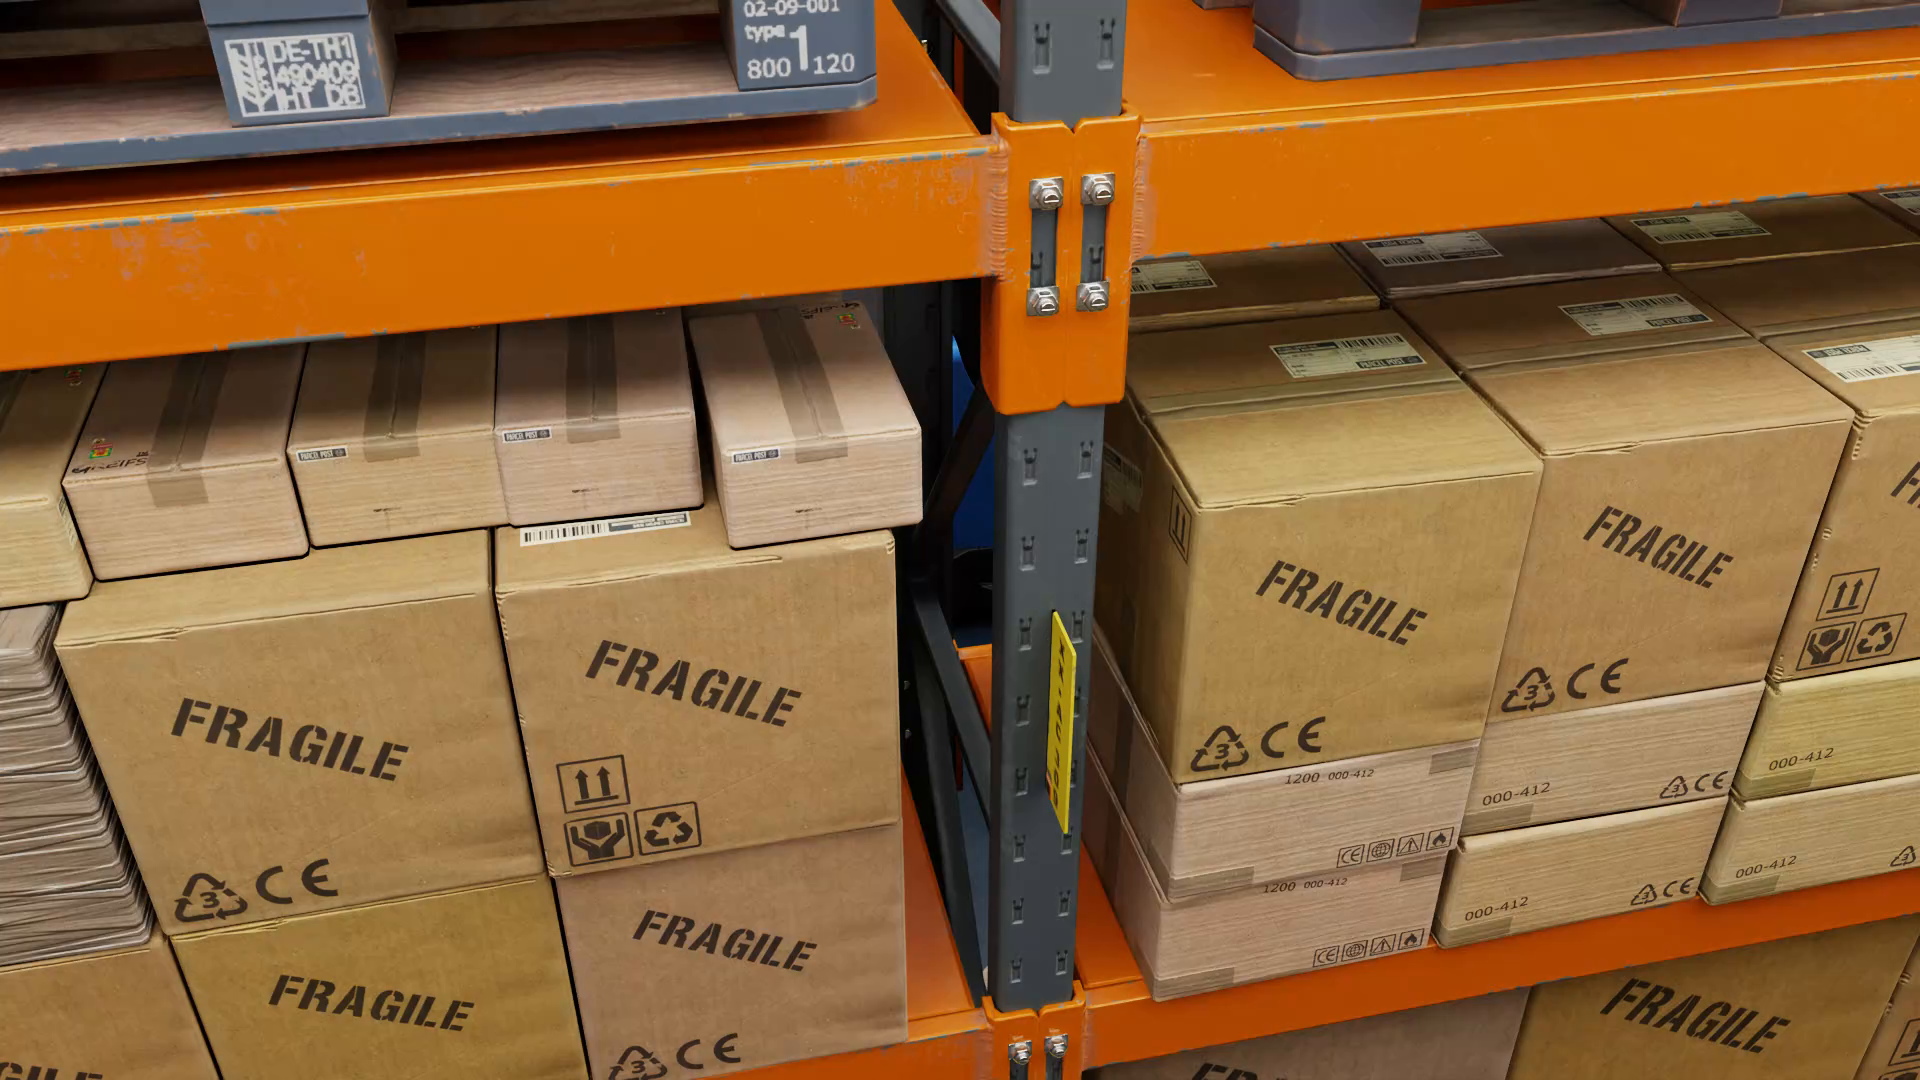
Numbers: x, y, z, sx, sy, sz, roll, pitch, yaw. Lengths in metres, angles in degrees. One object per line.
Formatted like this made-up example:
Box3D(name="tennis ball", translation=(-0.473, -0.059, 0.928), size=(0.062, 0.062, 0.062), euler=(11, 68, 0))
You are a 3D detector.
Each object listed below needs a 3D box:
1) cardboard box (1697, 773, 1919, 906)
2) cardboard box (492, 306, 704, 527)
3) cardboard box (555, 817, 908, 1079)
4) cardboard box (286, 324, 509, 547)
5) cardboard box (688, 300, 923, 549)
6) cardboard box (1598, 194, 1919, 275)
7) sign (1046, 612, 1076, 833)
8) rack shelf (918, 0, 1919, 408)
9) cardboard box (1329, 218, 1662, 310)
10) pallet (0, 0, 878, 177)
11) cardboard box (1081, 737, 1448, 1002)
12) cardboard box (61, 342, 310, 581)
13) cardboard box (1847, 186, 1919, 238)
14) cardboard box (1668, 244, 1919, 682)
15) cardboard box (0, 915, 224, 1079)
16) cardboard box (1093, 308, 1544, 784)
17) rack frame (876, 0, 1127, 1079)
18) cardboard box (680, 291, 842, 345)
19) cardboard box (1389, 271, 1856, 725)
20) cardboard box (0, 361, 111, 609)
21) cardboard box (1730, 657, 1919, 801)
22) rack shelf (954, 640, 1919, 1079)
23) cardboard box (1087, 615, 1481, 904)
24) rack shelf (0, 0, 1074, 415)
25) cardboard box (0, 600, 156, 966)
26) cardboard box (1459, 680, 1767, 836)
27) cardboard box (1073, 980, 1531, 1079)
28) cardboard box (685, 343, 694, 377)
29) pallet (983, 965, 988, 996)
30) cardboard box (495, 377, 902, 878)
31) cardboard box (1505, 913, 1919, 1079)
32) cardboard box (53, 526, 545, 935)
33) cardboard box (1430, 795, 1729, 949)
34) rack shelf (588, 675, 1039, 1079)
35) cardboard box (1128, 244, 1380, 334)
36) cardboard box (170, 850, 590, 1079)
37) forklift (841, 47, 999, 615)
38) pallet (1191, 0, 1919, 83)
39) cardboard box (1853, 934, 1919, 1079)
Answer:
Box3D(name="cardboard box", translation=(1.511, 0.383, 3.122), size=(0.500, 0.250, 0.500), euler=(-7, 35, -11))
Box3D(name="cardboard box", translation=(-0.495, -0.192, 2.275), size=(0.250, 0.149, 0.380), euler=(-6, 34, -9))
Box3D(name="cardboard box", translation=(-0.380, 0.504, 2.717), size=(0.500, 0.500, 0.500), euler=(-7, 34, -10))
Box3D(name="cardboard box", translation=(-0.740, -0.167, 2.237), size=(0.250, 0.149, 0.380), euler=(-7, 35, -10))
Box3D(name="cardboard box", translation=(-0.214, -0.165, 2.235), size=(0.250, 0.149, 0.380), euler=(-8, 35, -12))
Box3D(name="cardboard box", translation=(1.399, -0.418, 3.193), size=(0.500, 0.500, 0.500), euler=(-6, 34, -9))
Box3D(name="sign", translation=(0.140, 0.259, 2.324), size=(0.005, 0.325, 0.100), euler=(-7, 35, -11))
Box3D(name="rack shelf", translation=(1.967, -0.843, 2.768), size=(4.000, 0.370, 1.077), euler=(-7, 35, -11))
Box3D(name="cardboard box", translation=(0.900, -0.366, 3.116), size=(0.500, 0.500, 0.500), euler=(-7, 34, -10))
Box3D(name="pallet", translation=(-0.784, -0.764, 2.084), size=(1.213, 0.211, 1.003), euler=(-7, 35, -11))
Box3D(name="cardboard box", translation=(0.504, 0.501, 2.945), size=(0.500, 0.250, 0.500), euler=(-8, 35, -12))
Box3D(name="cardboard box", translation=(-0.983, -0.126, 2.176), size=(0.250, 0.149, 0.380), euler=(-7, 35, -11))
Box3D(name="cardboard box", translation=(1.900, -0.489, 3.300), size=(0.500, 0.500, 0.500), euler=(-7, 34, -10))
Box3D(name="cardboard box", translation=(1.489, -0.143, 2.784), size=(0.500, 0.500, 0.500), euler=(-8, 35, -12))
Box3D(name="cardboard box", translation=(-1.367, 0.640, 2.514), size=(0.500, 0.500, 0.500), euler=(-8, 35, -11))
Box3D(name="cardboard box", translation=(0.509, -0.005, 2.578), size=(0.500, 0.500, 0.500), euler=(-7, 34, -10))
Box3D(name="rack frame", translation=(0.016, 0.350, 3.037), size=(0.127, 3.000, 1.000), euler=(-7, 35, -11))
Box3D(name="cardboard box", translation=(-0.349, -0.479, 2.702), size=(0.250, 0.149, 0.380), euler=(-8, 35, -11))
Box3D(name="cardboard box", translation=(0.999, -0.082, 2.694), size=(0.500, 0.500, 0.500), euler=(-7, 35, -11))
Box3D(name="cardboard box", translation=(-1.219, -0.075, 2.101), size=(0.250, 0.149, 0.380), euler=(-7, 35, -11))
Box3D(name="cardboard box", translation=(1.508, 0.177, 2.981), size=(0.500, 0.250, 0.500), euler=(-7, 34, -10))
Box3D(name="rack shelf", translation=(1.967, 0.403, 3.604), size=(4.000, 0.370, 1.077), euler=(-7, 35, -11))
Box3D(name="cardboard box", translation=(0.508, 0.304, 2.792), size=(0.500, 0.250, 0.500), euler=(-8, 35, -12))
Box3D(name="rack shelf", translation=(-1.934, -0.351, 2.035), size=(4.000, 0.370, 1.077), euler=(-7, 35, -11))
Box3D(name="cardboard box", translation=(-1.374, 0.227, 2.233), size=(0.500, 0.500, 0.500), euler=(-7, 34, -10))
Box3D(name="cardboard box", translation=(1.010, 0.224, 2.910), size=(0.500, 0.250, 0.500), euler=(-7, 34, -10))
Box3D(name="cardboard box", translation=(0.603, 0.938, 3.690), size=(0.875, 0.875, 0.875), euler=(-6, 34, -9))
Box3D(name="cardboard box", translation=(-0.502, -0.180, 2.839), size=(0.500, 0.500, 0.500), euler=(-7, 34, -10))
Box3D(name="pallet", translation=(0.752, 1.372, 4.016), size=(1.213, 0.211, 1.003), euler=(-7, 35, -11))
Box3D(name="cardboard box", translation=(-0.383, 0.101, 2.420), size=(0.500, 0.500, 0.500), euler=(-7, 35, -11))
Box3D(name="cardboard box", translation=(1.483, 0.823, 3.862), size=(0.875, 0.875, 0.875), euler=(-6, 34, -9))
Box3D(name="cardboard box", translation=(-0.880, 0.159, 2.334), size=(0.500, 0.500, 0.500), euler=(-8, 35, -11))
Box3D(name="cardboard box", translation=(1.008, 0.437, 3.041), size=(0.500, 0.250, 0.500), euler=(-8, 35, -12))
Box3D(name="rack shelf", translation=(-1.934, 0.894, 2.871), size=(4.000, 0.370, 1.077), euler=(-7, 35, -11))
Box3D(name="cardboard box", translation=(0.397, -0.298, 3.016), size=(0.500, 0.500, 0.500), euler=(-6, 34, -9))
Box3D(name="cardboard box", translation=(-0.880, 0.570, 2.618), size=(0.500, 0.500, 0.500), euler=(-8, 35, -12))
Box3D(name="forklift", translation=(0.615, -1.275, 5.520), size=(3.031, 2.935, 1.130), euler=(-5, 34, -8))
Box3D(name="pallet", translation=(0.900, -0.956, 2.462), size=(1.217, 0.209, 0.805), euler=(-9, 35, -12))
Box3D(name="cardboard box", translation=(2.355, 0.713, 4.025), size=(0.875, 0.875, 0.875), euler=(-7, 34, -10))
